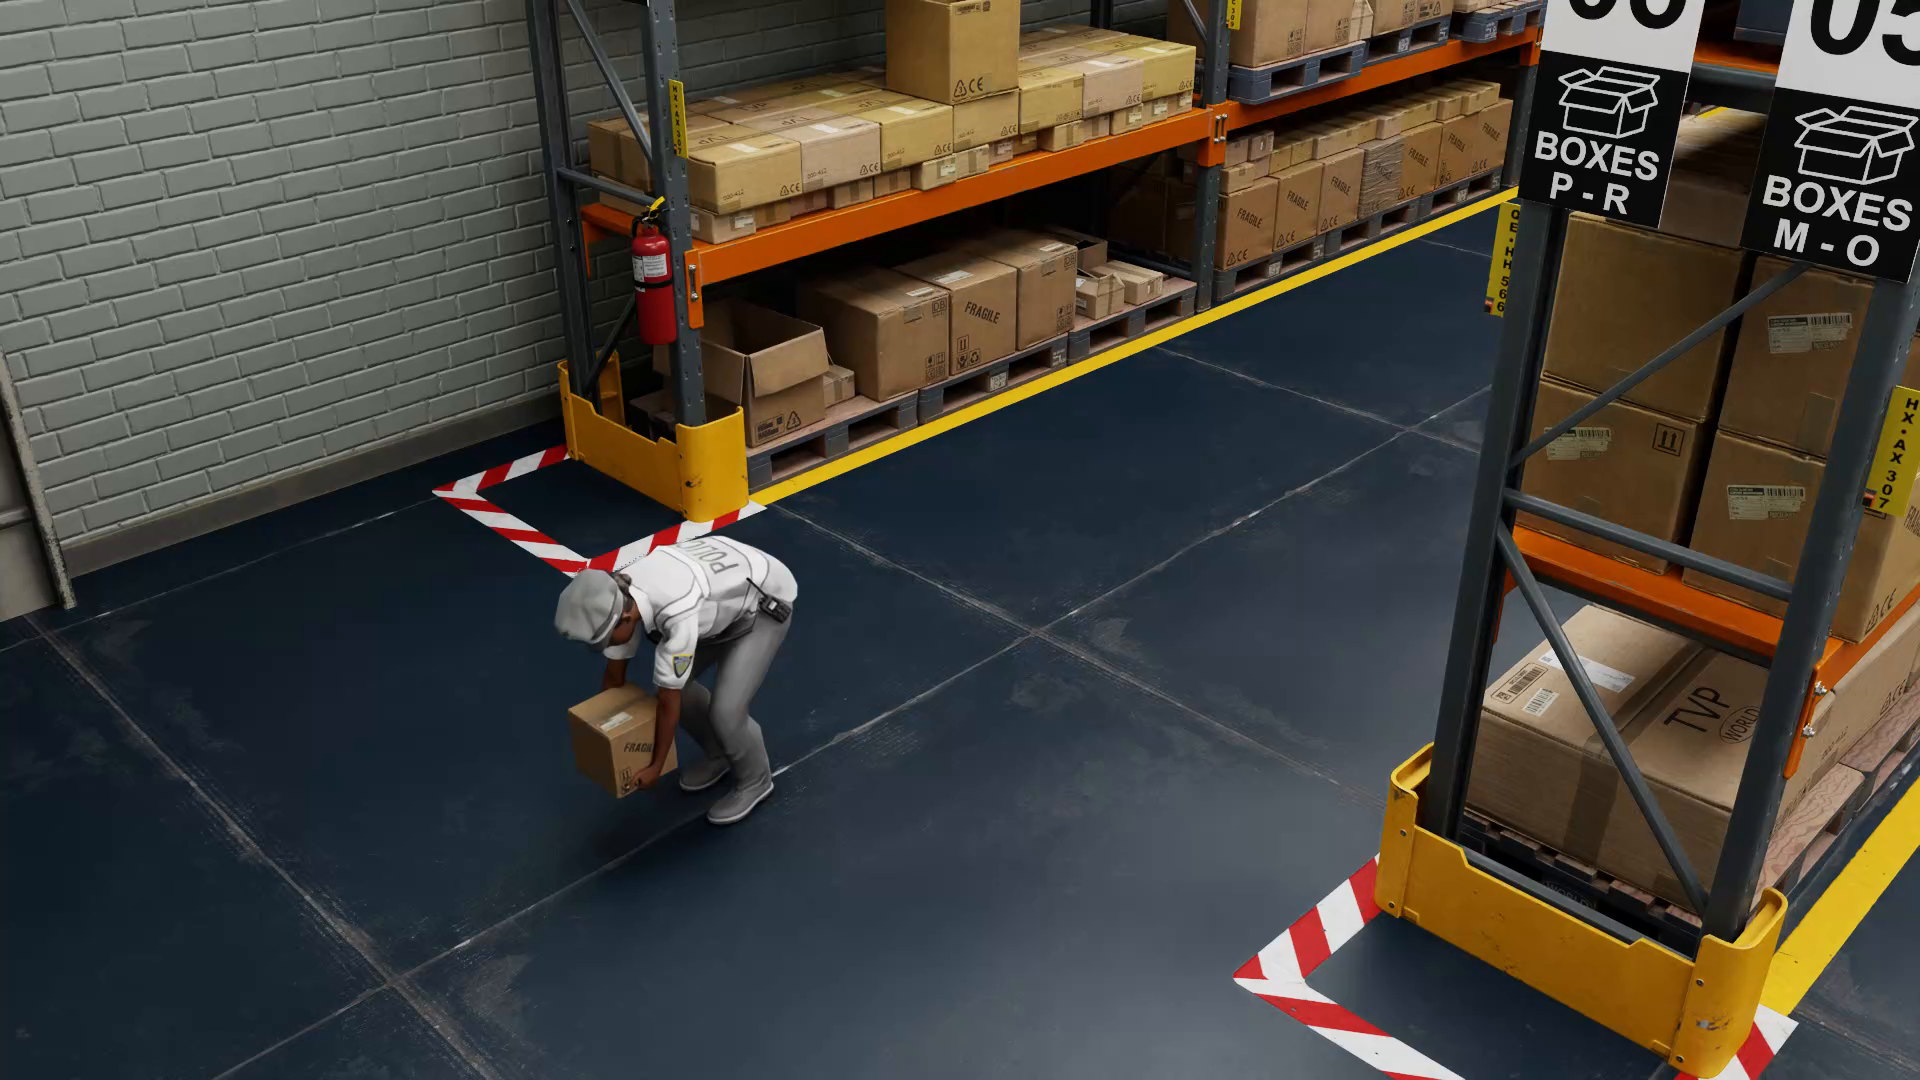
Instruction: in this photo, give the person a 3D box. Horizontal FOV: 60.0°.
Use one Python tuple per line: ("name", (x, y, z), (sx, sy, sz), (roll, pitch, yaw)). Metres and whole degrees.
("person", (-0.968, 0.491, 5.778), (0.441, 1.122, 0.928), (23, 35, 36))
